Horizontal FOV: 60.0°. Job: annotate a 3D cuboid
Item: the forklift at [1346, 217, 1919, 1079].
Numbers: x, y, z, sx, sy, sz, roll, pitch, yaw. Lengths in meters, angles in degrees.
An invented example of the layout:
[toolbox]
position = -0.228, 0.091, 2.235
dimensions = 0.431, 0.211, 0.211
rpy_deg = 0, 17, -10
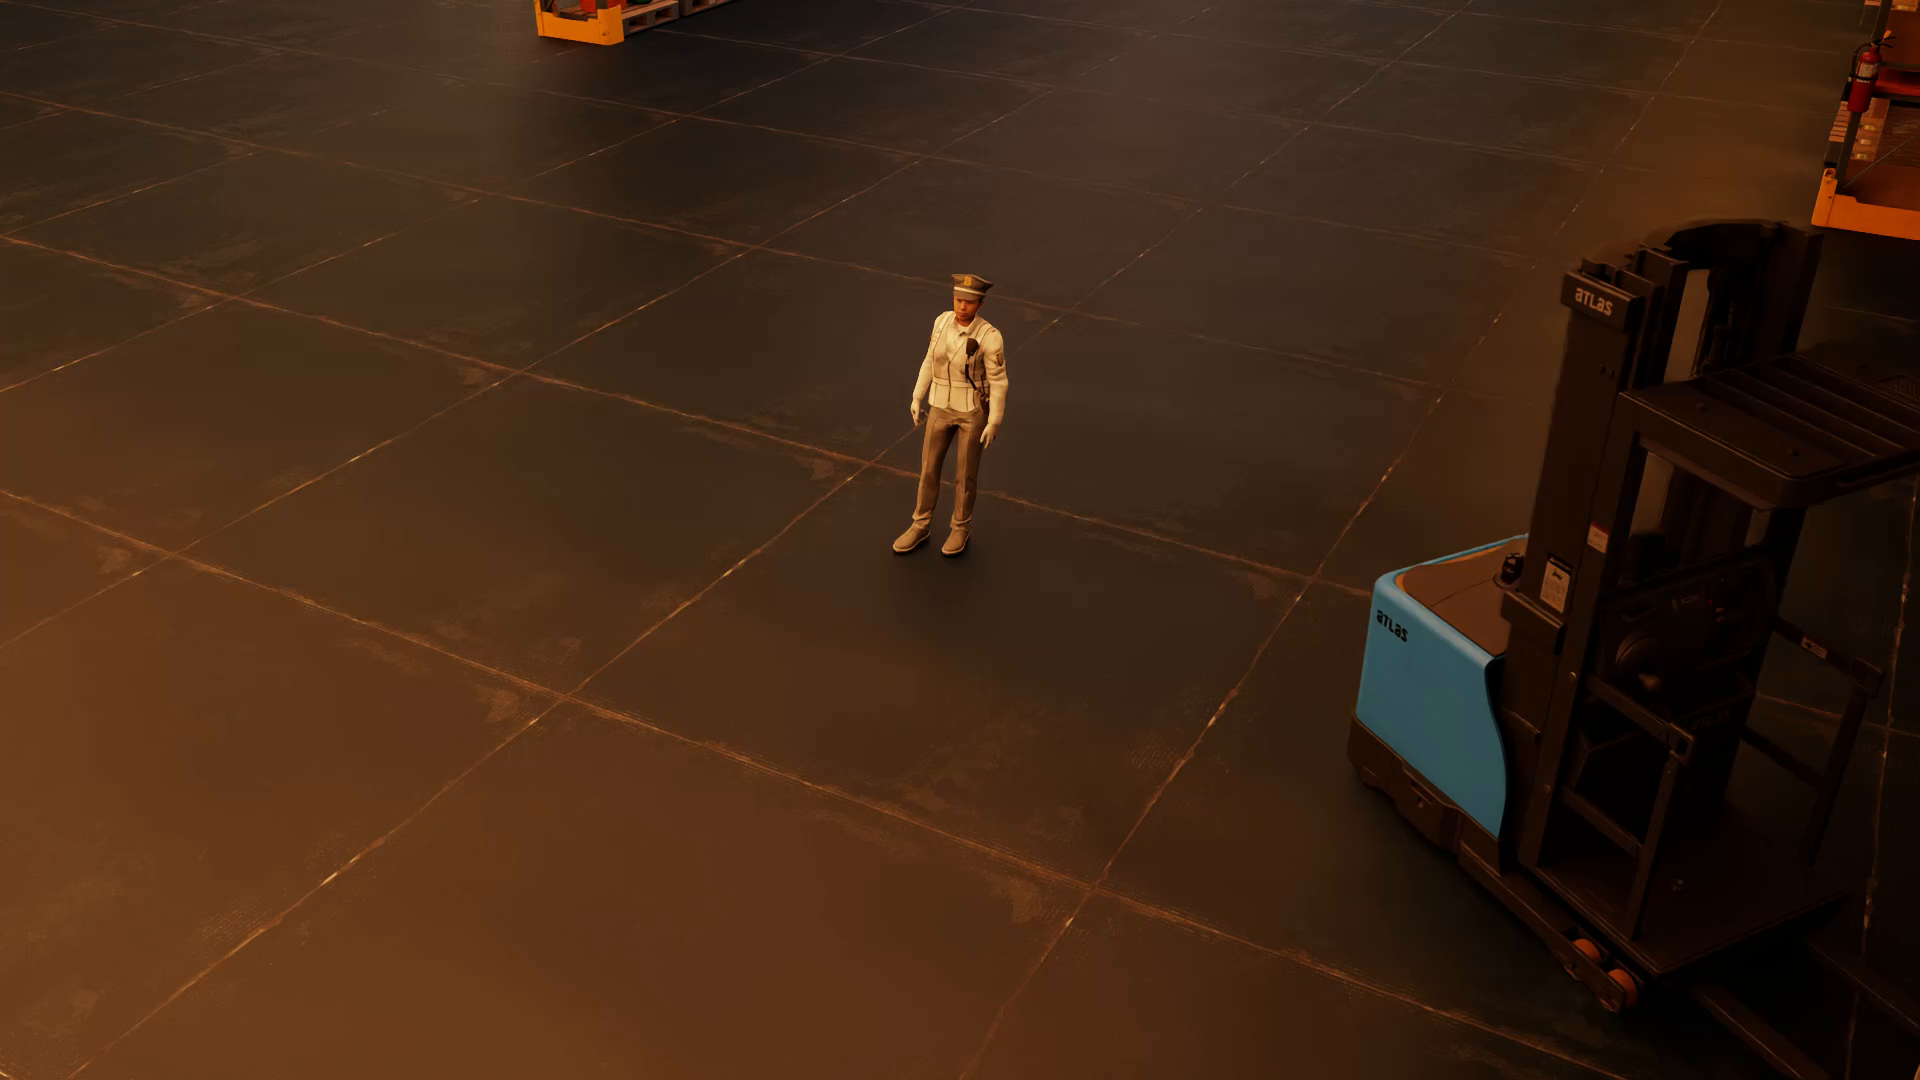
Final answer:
[forklift]
position = 2.971, 0.378, 6.415
dimensions = 1.130, 2.935, 3.031
rpy_deg = -14, 33, -22

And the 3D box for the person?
[person]
position = -0.040, -0.712, 9.526
dimensions = 0.586, 1.694, 0.530
rpy_deg = 15, 33, 25
